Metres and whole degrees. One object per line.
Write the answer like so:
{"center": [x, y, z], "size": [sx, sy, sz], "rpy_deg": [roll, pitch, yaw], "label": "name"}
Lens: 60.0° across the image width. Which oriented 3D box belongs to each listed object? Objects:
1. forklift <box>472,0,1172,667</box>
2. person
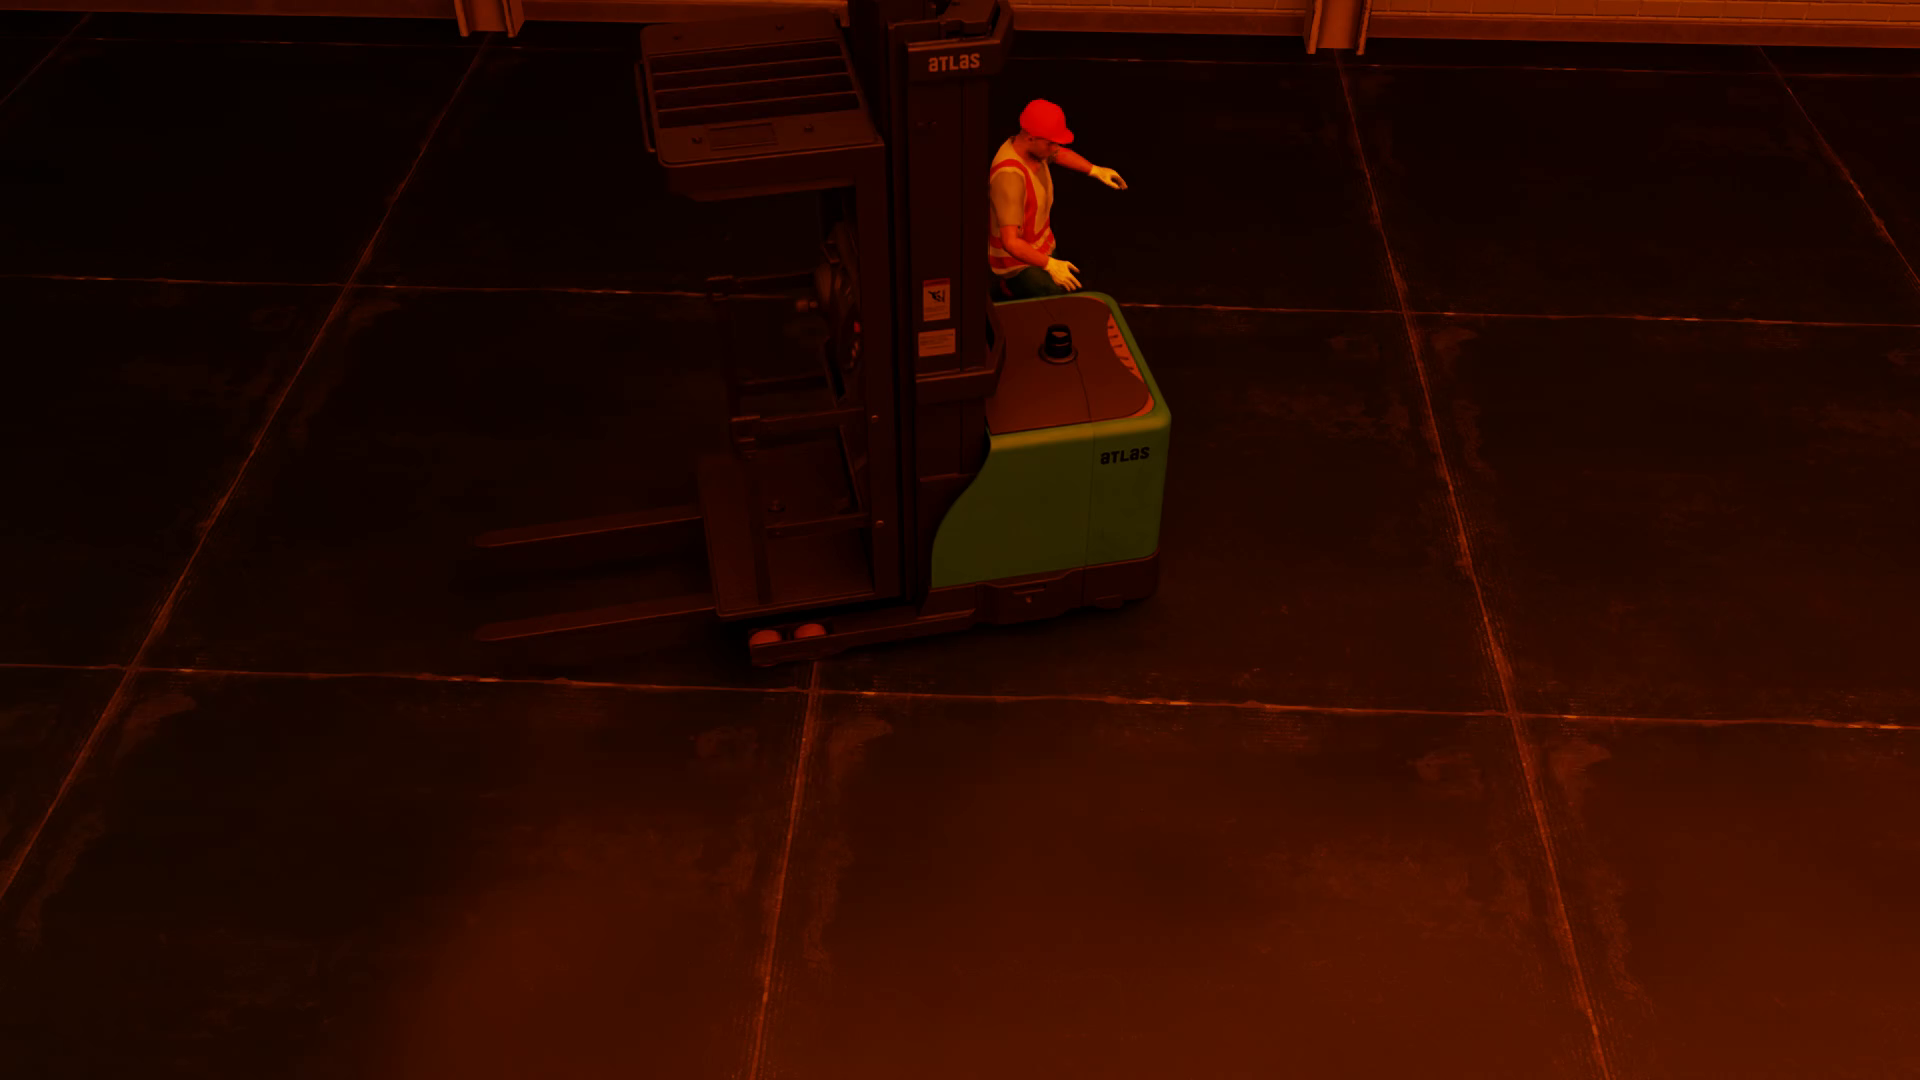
{"center": [-0.672, -0.916, 6.746], "size": [3.031, 2.935, 1.130], "rpy_deg": [-8, 43, -9], "label": "forklift"}
{"center": [0.465, -1.490, 8.382], "size": [1.018, 1.586, 1.129], "rpy_deg": [11, 44, 12], "label": "person"}
